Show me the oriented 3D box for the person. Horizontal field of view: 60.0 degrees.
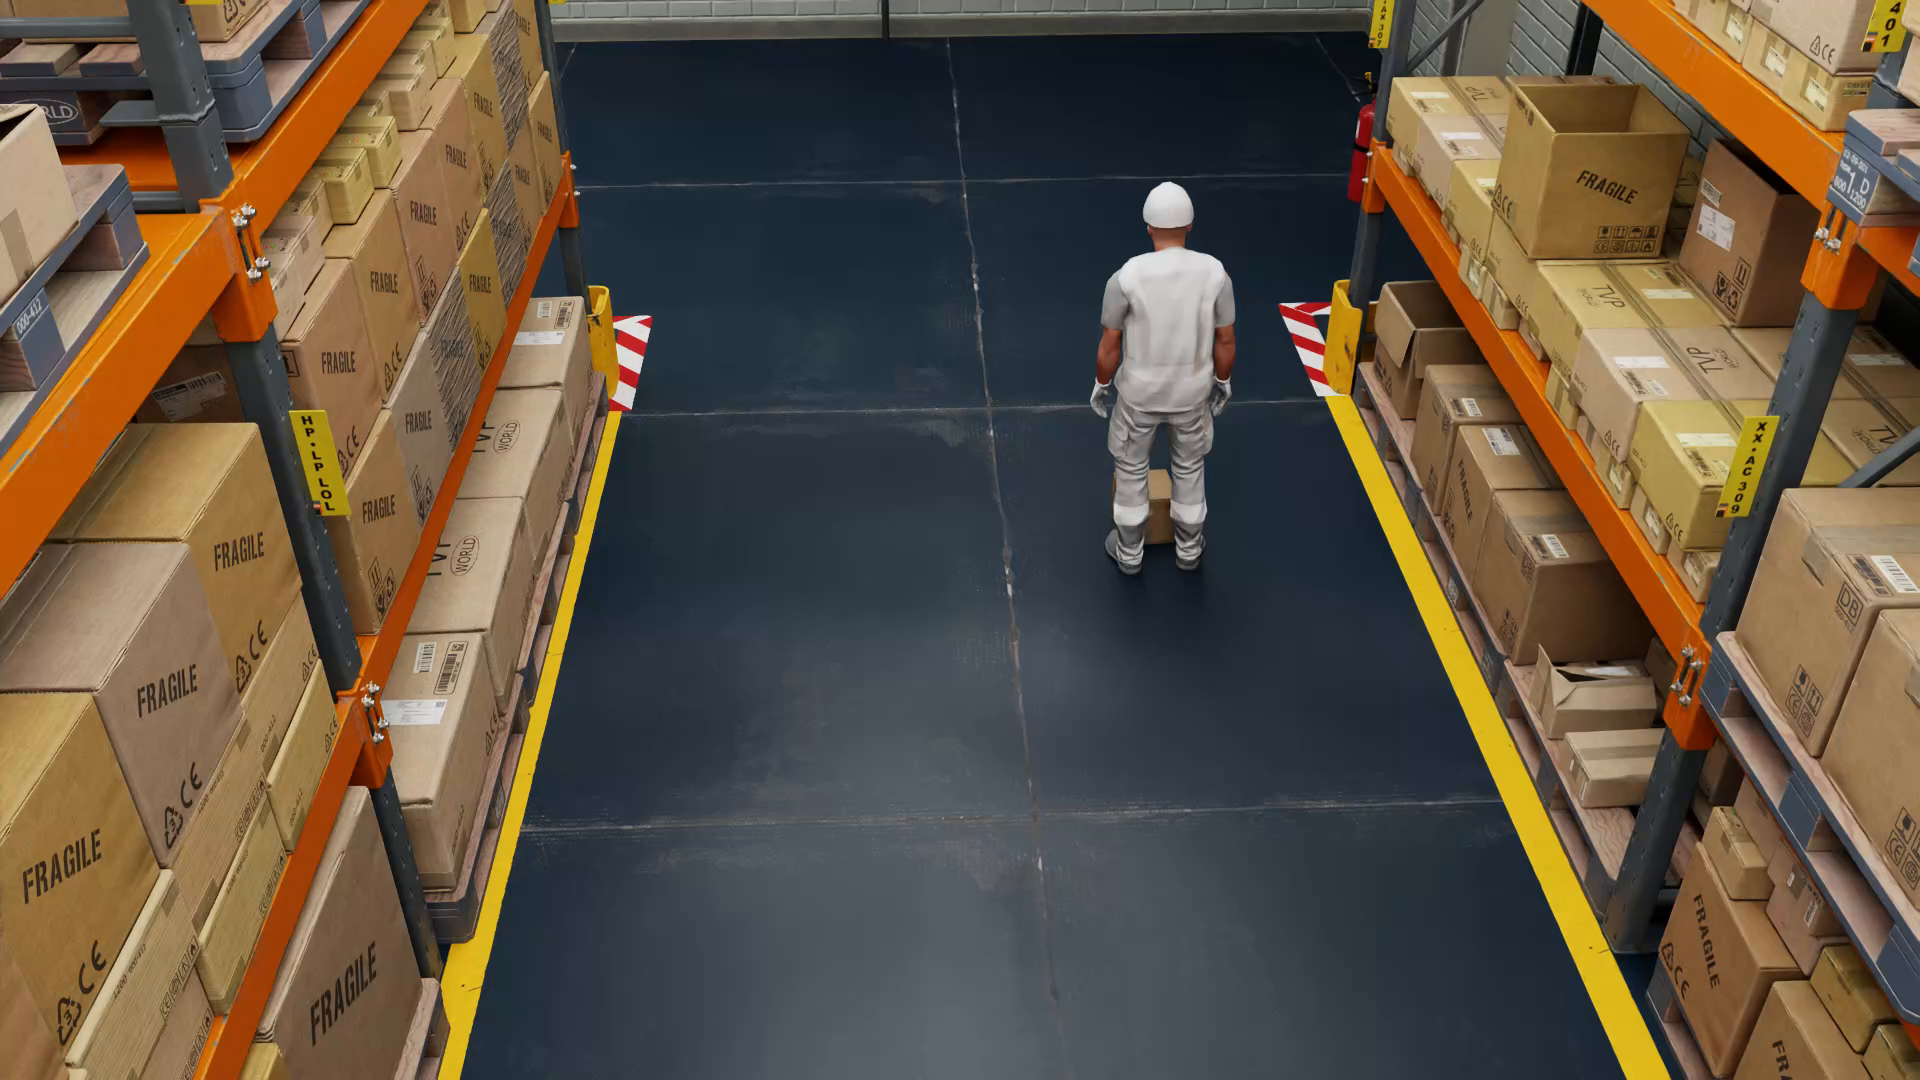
[{"bbox_3d":[0.859,-0.646,7.057,0.607,1.779,0.451,-2,35,-2],"label":"person"}]
